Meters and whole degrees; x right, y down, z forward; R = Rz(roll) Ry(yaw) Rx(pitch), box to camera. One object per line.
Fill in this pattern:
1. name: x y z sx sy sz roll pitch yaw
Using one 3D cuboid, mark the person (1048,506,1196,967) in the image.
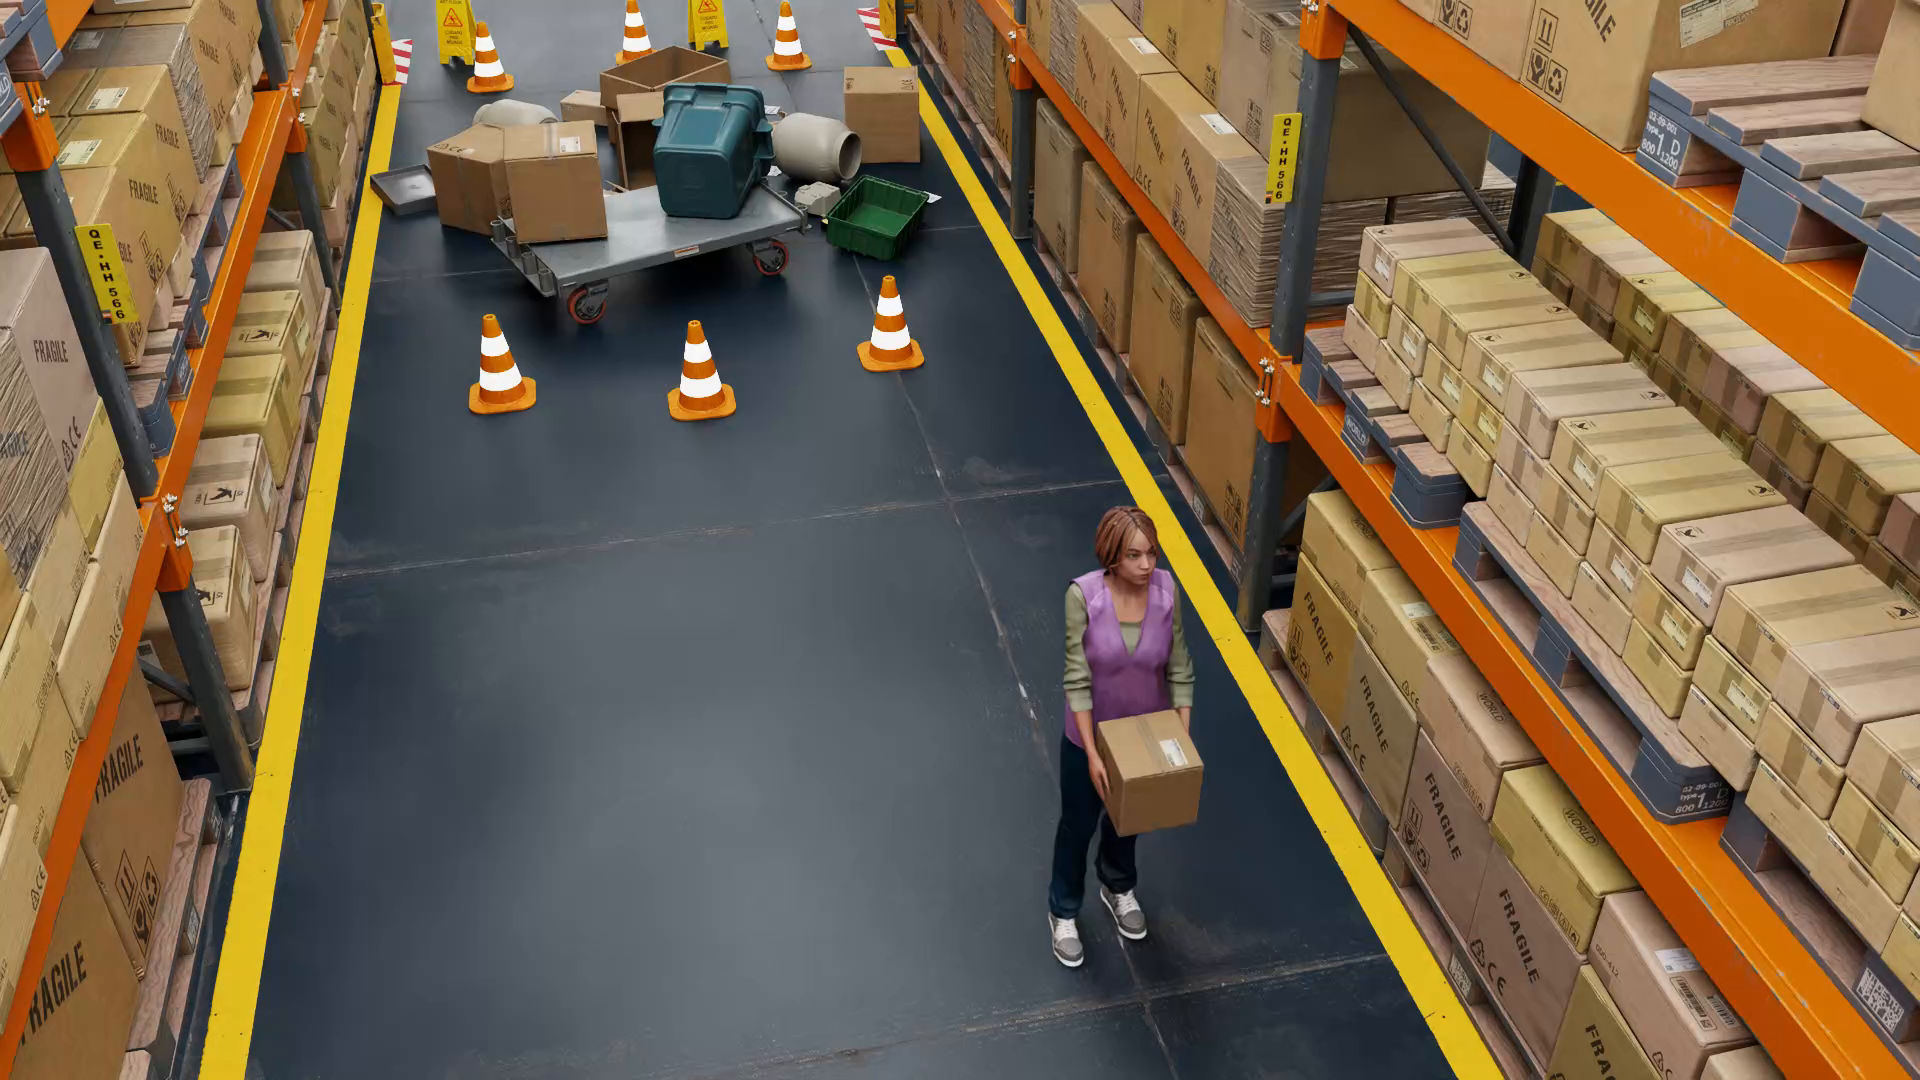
1. person: 0.506 0.637 5.232 0.453 1.601 0.448 -8 36 -11
